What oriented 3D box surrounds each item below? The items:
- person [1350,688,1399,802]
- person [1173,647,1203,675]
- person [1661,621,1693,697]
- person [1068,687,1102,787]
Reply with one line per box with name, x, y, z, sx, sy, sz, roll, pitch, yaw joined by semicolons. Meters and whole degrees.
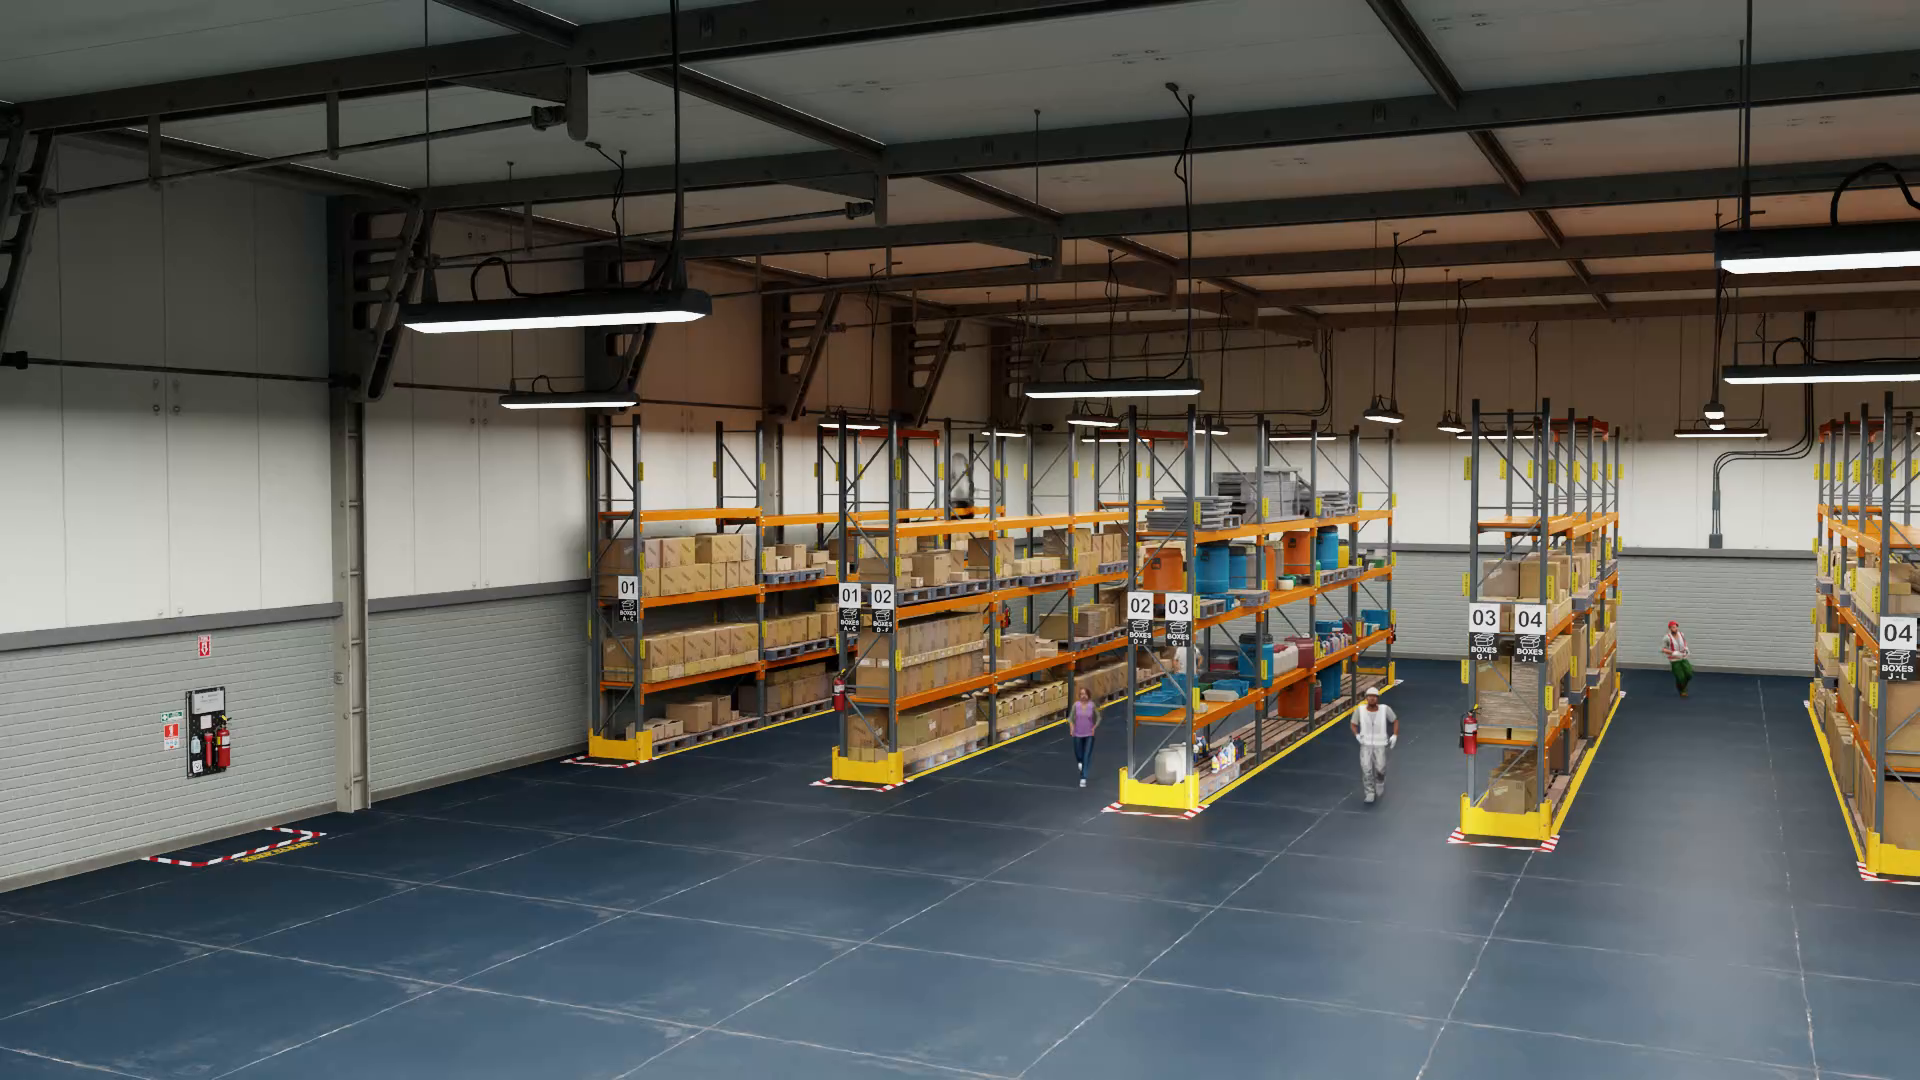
person;6.260;3.096;25.150;0.719;1.733;0.613;1;2;15
person;4.718;2.779;34.410;0.608;1.647;0.759;0;2;10
person;15.821;2.627;36.676;0.720;1.692;0.558;0;2;-5
person;1.997;3.134;26.623;0.536;1.564;0.618;0;2;8
